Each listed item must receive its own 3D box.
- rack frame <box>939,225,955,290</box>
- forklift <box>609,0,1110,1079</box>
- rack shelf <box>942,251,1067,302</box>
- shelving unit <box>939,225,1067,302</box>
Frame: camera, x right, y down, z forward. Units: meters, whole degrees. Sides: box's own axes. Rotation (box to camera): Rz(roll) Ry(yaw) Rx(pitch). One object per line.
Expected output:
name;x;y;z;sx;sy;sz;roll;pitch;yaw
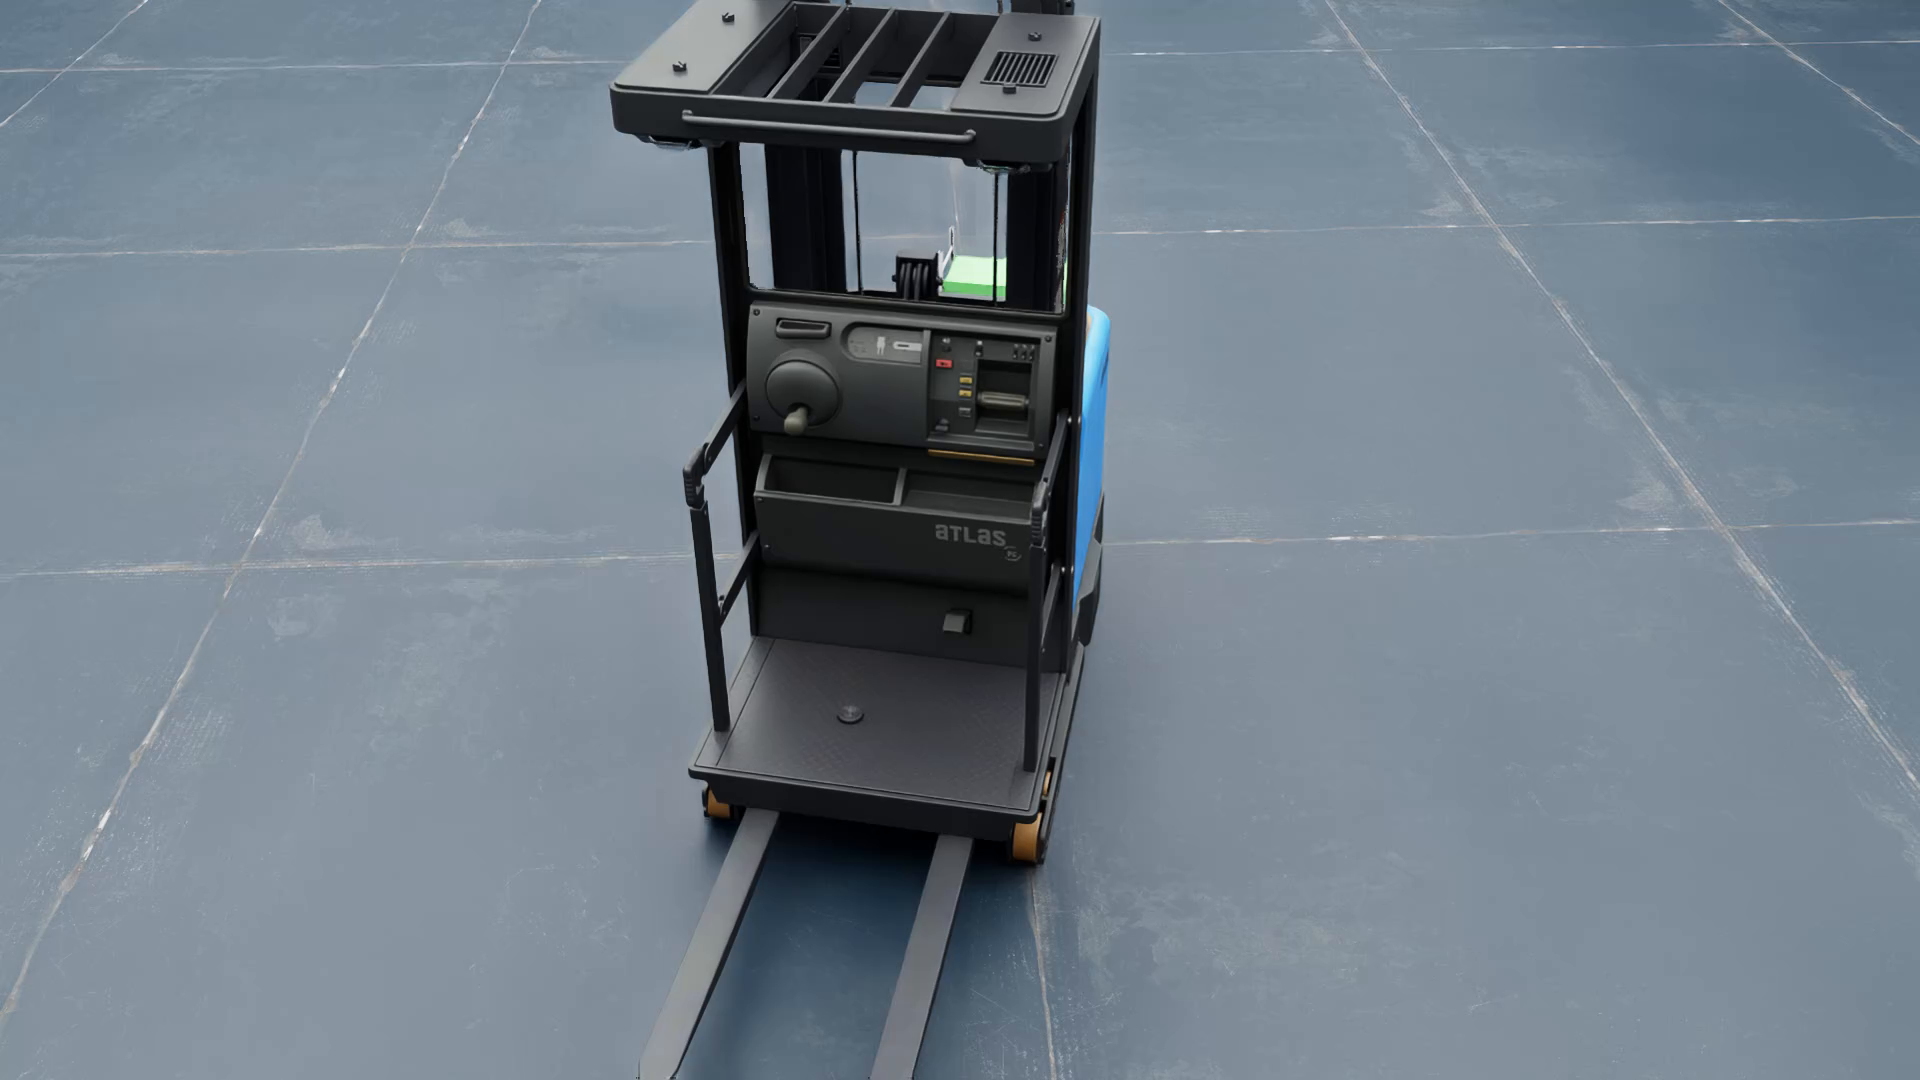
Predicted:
rack frame;-0.048;-0.649;6.633;0.015;1.200;0.240;6;35;9
forklift;-0.219;-0.415;4.774;1.130;2.935;3.031;6;35;9
rack shelf;0.192;-0.966;6.360;0.480;0.148;0.258;6;35;9
shelving unit;0.191;-0.623;6.595;0.503;1.200;0.258;6;35;9
